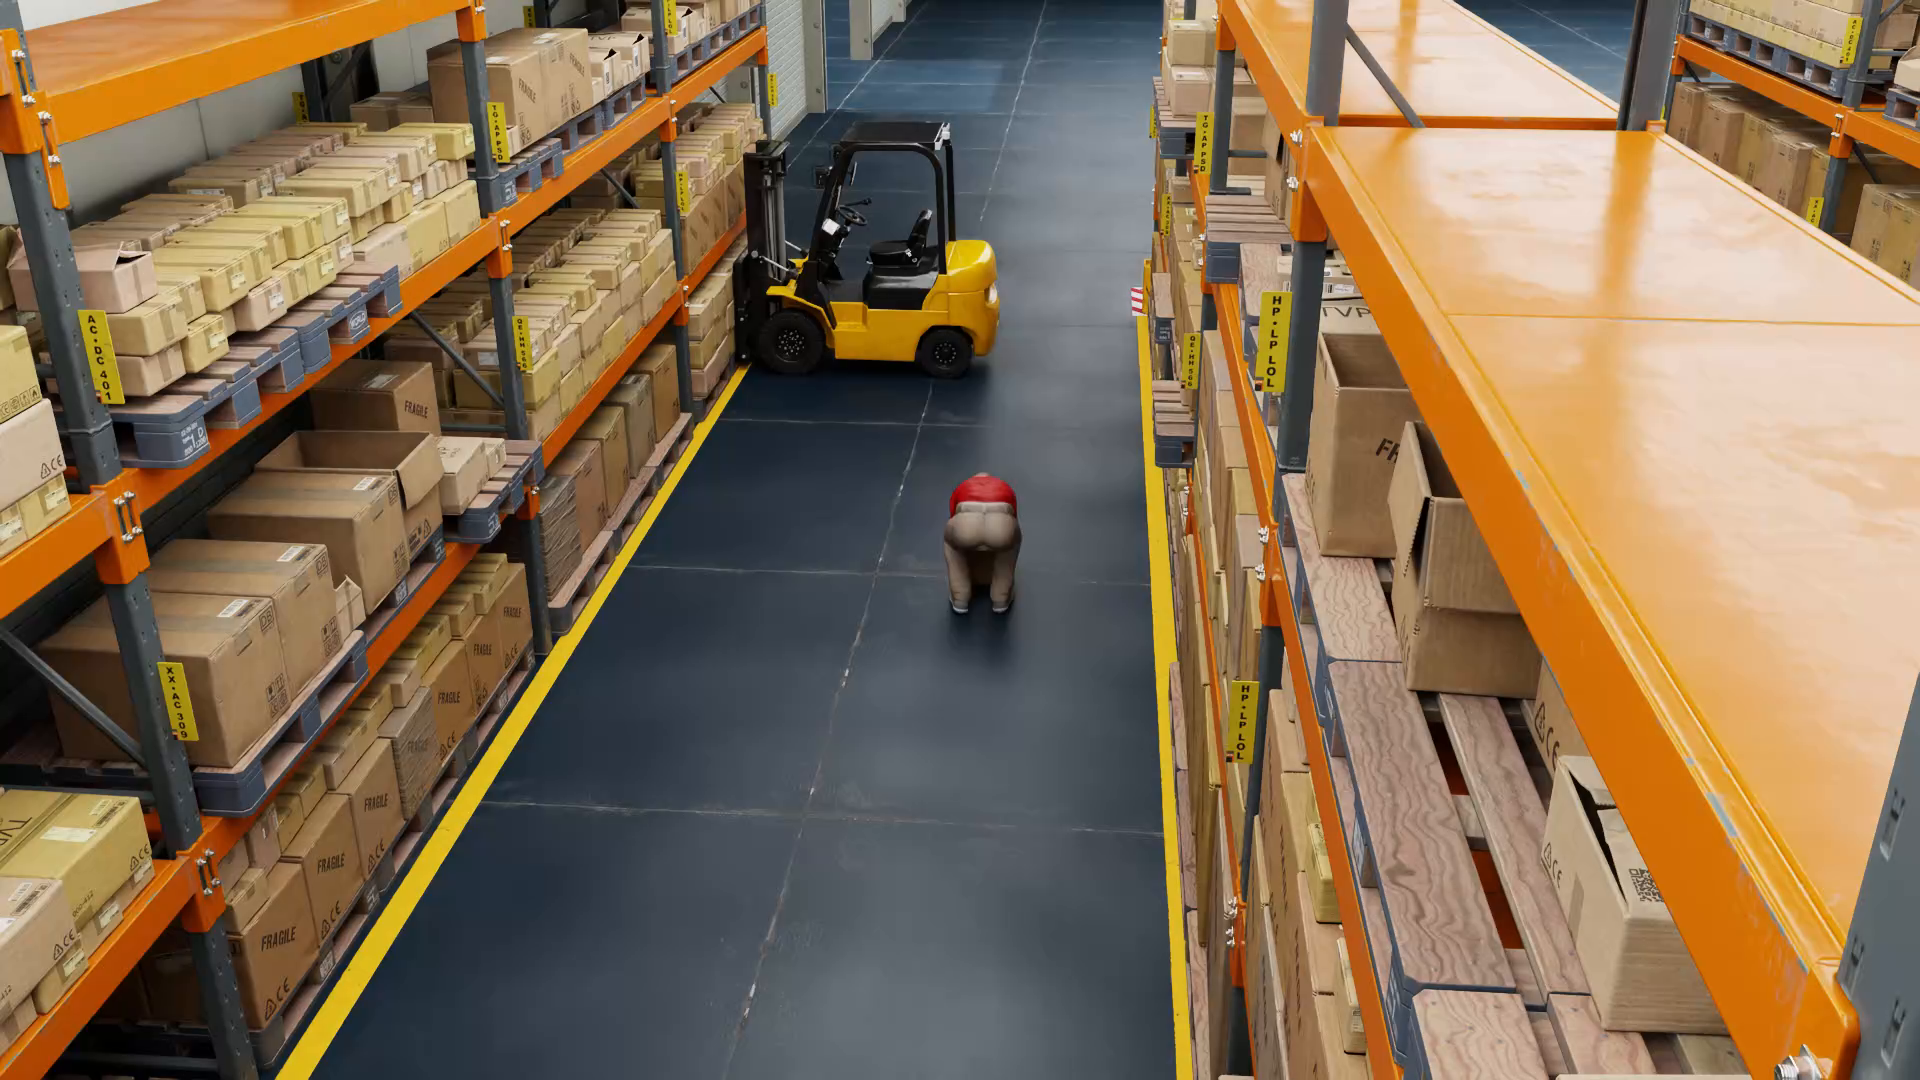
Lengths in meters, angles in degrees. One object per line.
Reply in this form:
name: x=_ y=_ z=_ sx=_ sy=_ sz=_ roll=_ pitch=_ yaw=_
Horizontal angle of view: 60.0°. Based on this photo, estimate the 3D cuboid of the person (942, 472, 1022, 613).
person: x=0.150 y=-0.010 z=11.121 sx=0.536 sy=0.866 sz=0.956 roll=1 pitch=24 yaw=2
